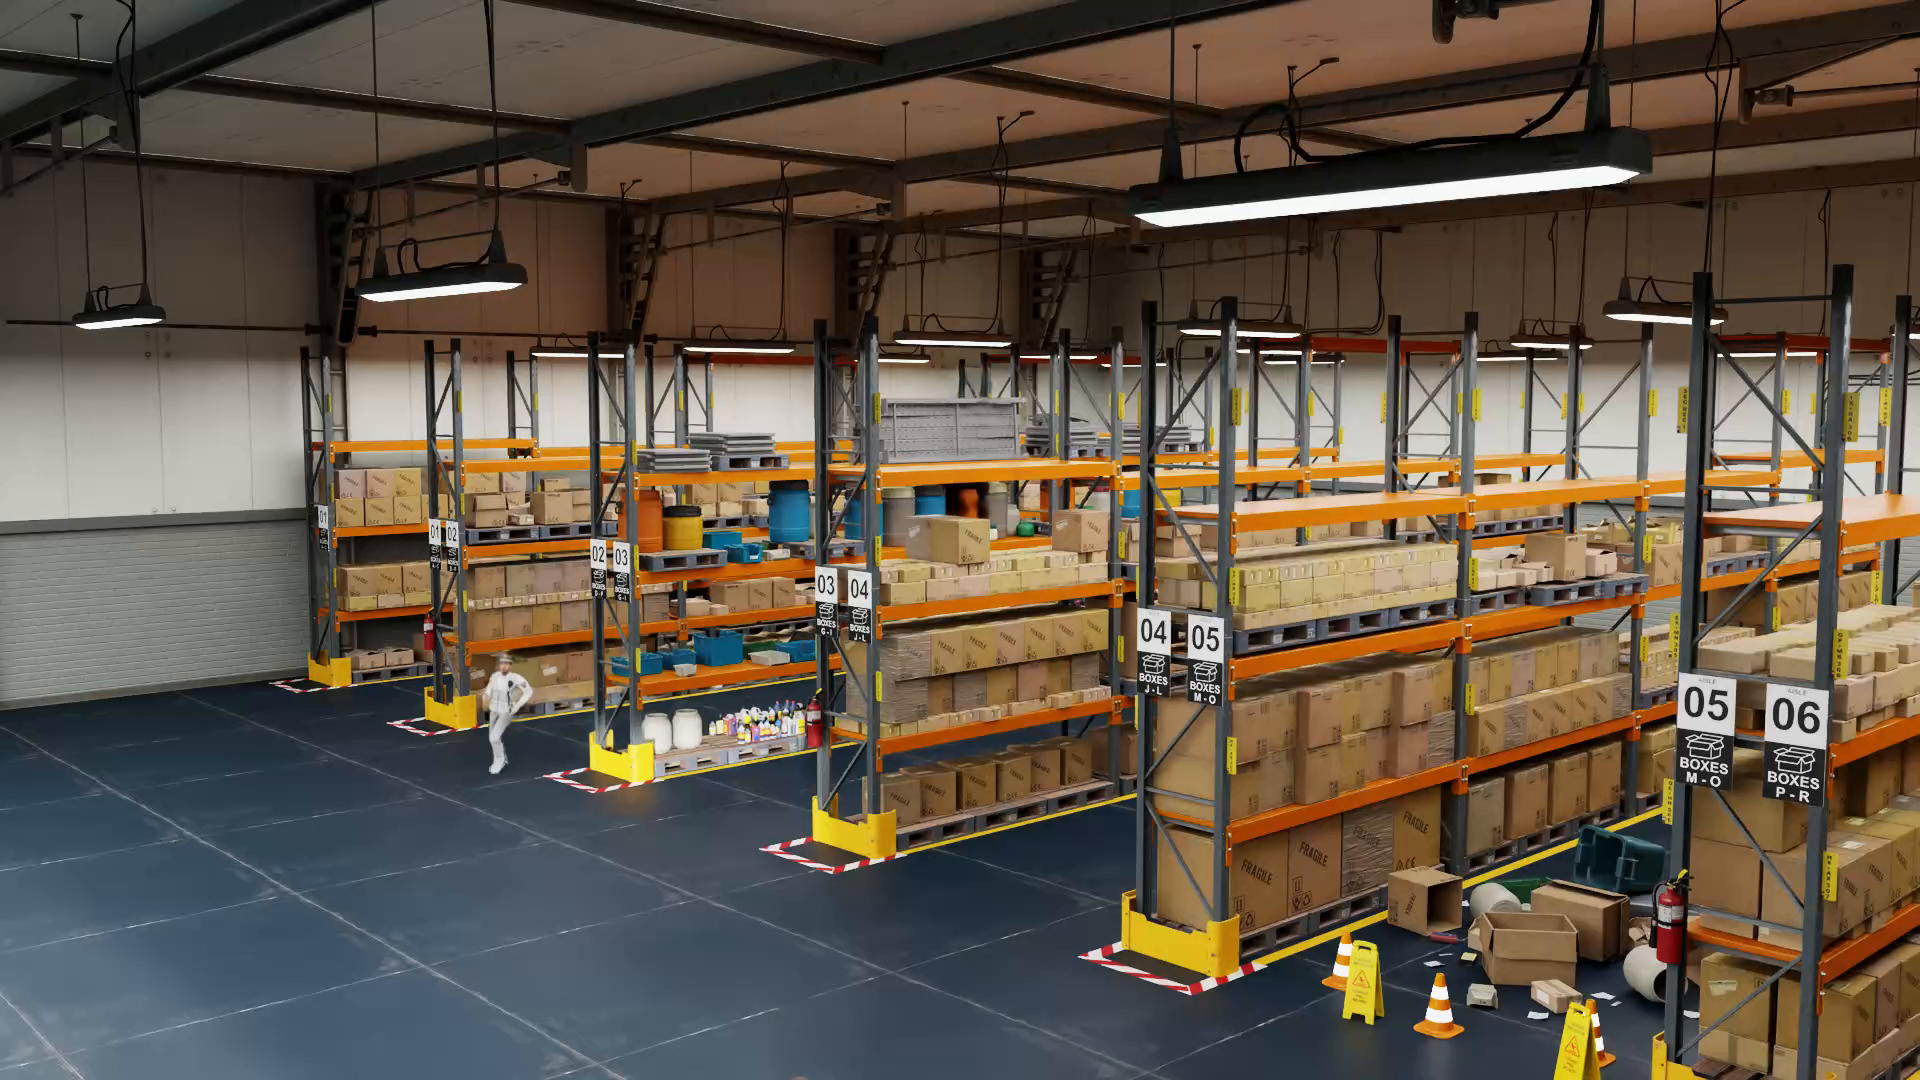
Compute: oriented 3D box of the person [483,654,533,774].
[{"bbox_3d":[-6.202,2.362,22.593,0.622,1.675,0.615,2,5,23],"label":"person"}]
